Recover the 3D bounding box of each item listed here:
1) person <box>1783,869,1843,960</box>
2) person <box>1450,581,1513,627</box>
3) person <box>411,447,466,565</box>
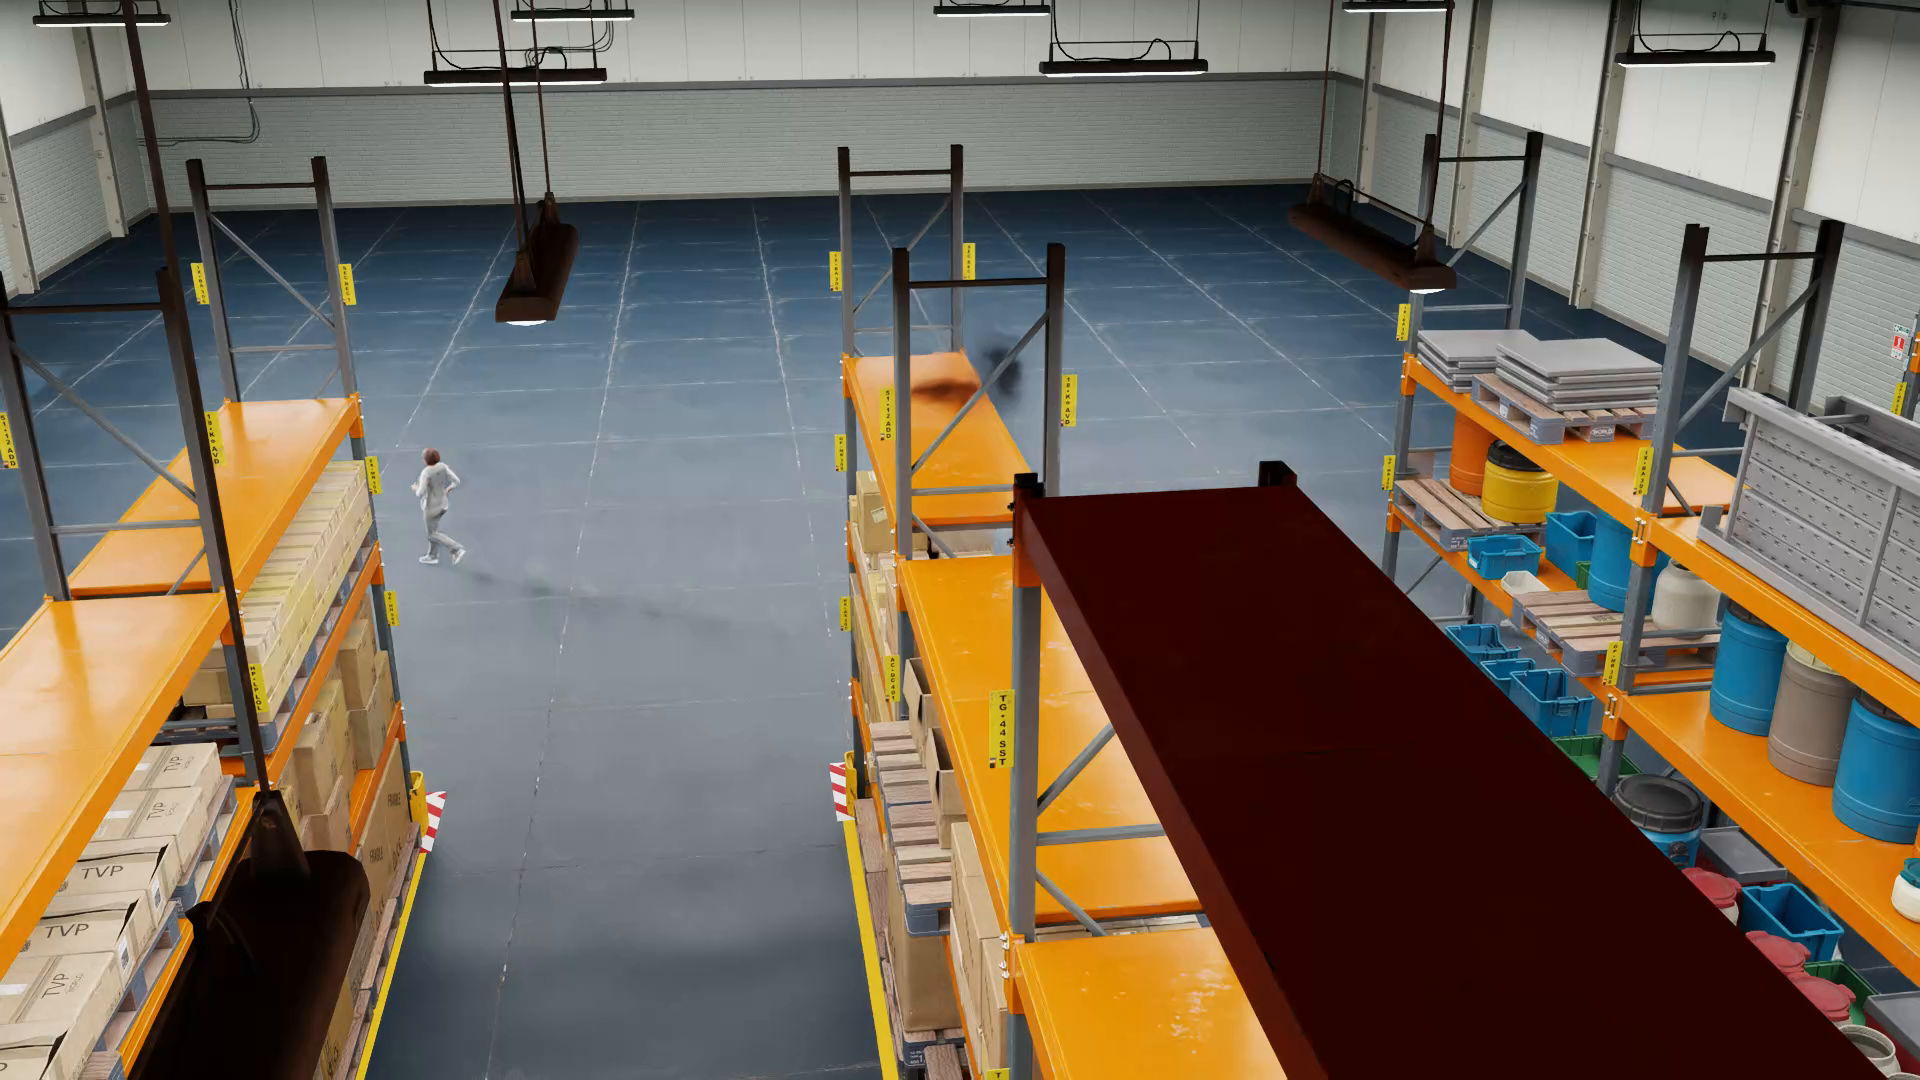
[{"bbox_3d":[6.558,2.556,12.872,0.569,1.647,0.963,-3,22,-7],"label":"person"},{"bbox_3d":[6.010,0.253,18.718,0.827,1.743,0.616,7,23,17],"label":"person"},{"bbox_3d":[-6.437,-0.400,20.503,0.822,1.571,0.547,10,24,24],"label":"person"}]
